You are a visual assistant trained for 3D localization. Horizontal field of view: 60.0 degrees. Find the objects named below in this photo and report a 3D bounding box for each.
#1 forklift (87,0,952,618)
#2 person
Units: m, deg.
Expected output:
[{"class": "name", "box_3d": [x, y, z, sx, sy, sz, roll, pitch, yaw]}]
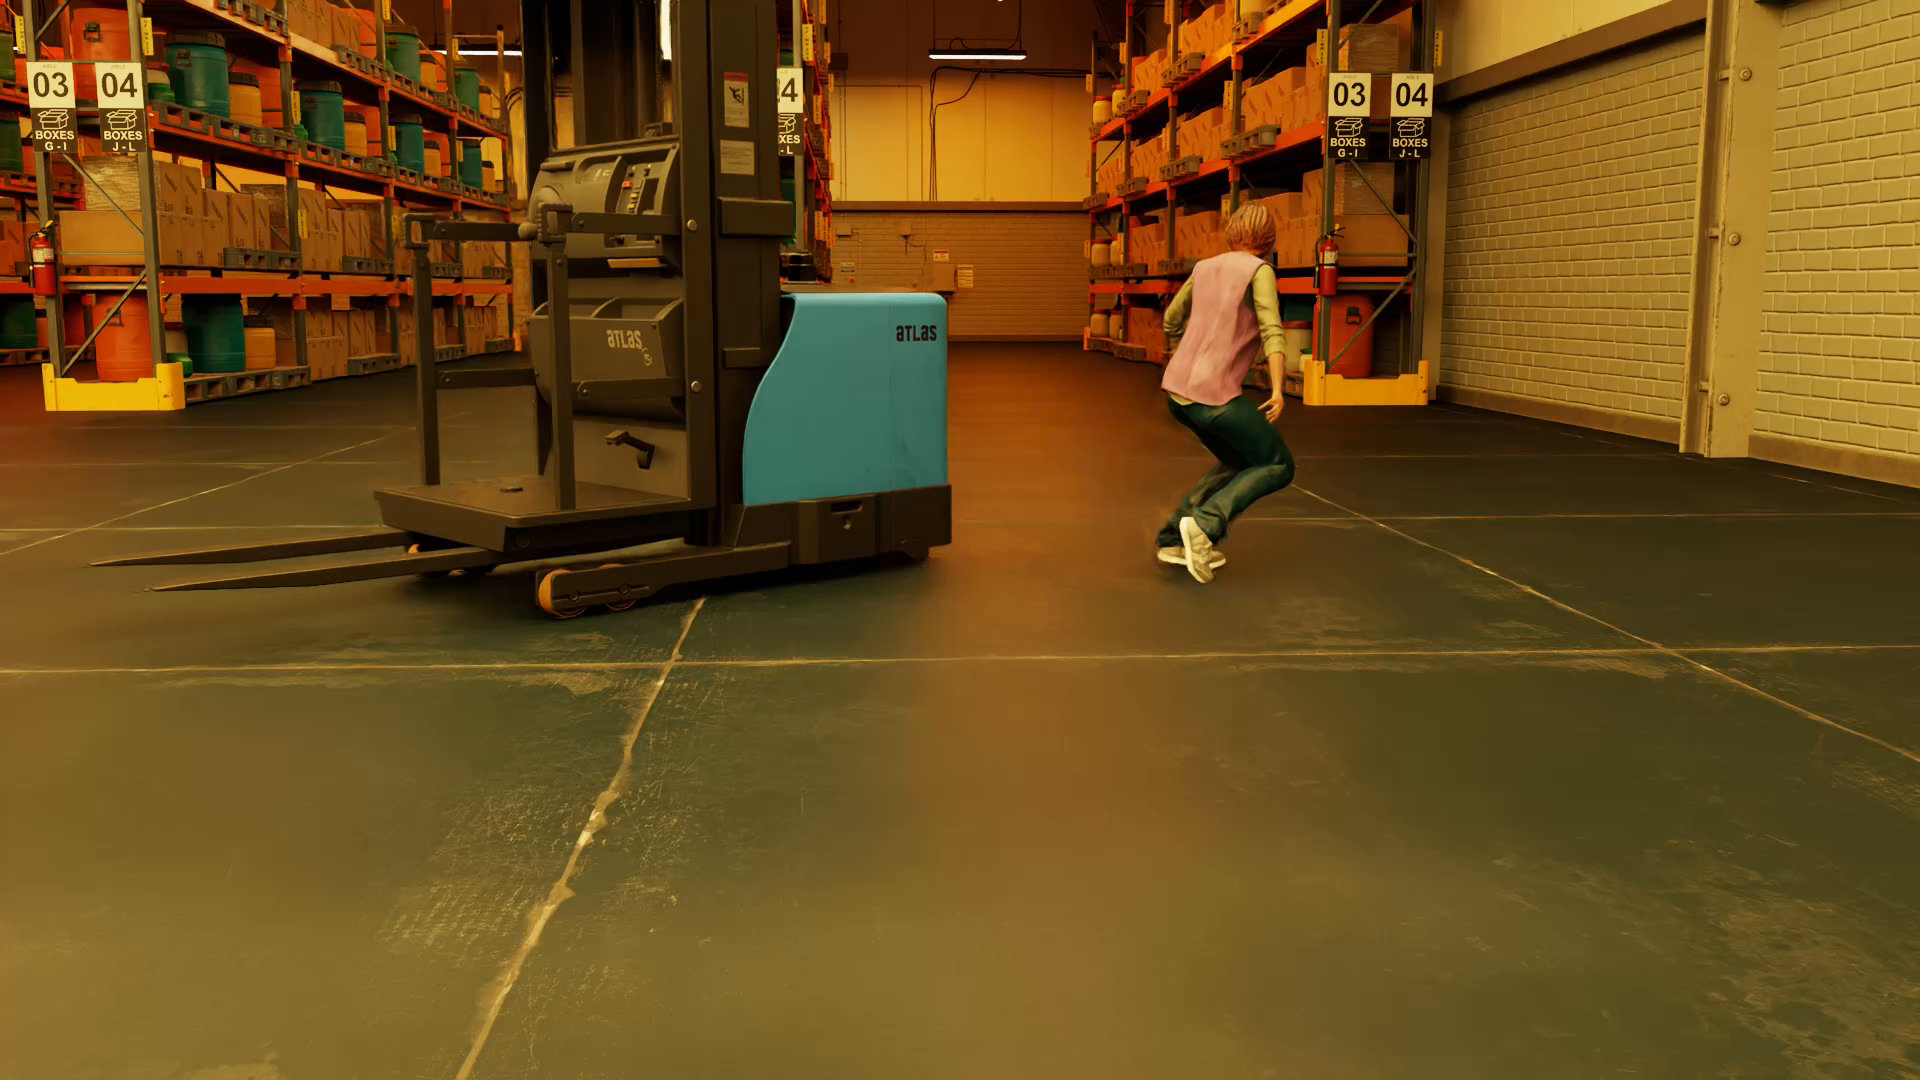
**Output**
[{"class": "forklift", "box_3d": [-1.456, -1.273, 5.907, 3.031, 2.935, 1.130, -8, 11, -42]}, {"class": "person", "box_3d": [1.003, -0.558, 6.320, 0.477, 1.430, 0.822, -4, 9, -24]}]
